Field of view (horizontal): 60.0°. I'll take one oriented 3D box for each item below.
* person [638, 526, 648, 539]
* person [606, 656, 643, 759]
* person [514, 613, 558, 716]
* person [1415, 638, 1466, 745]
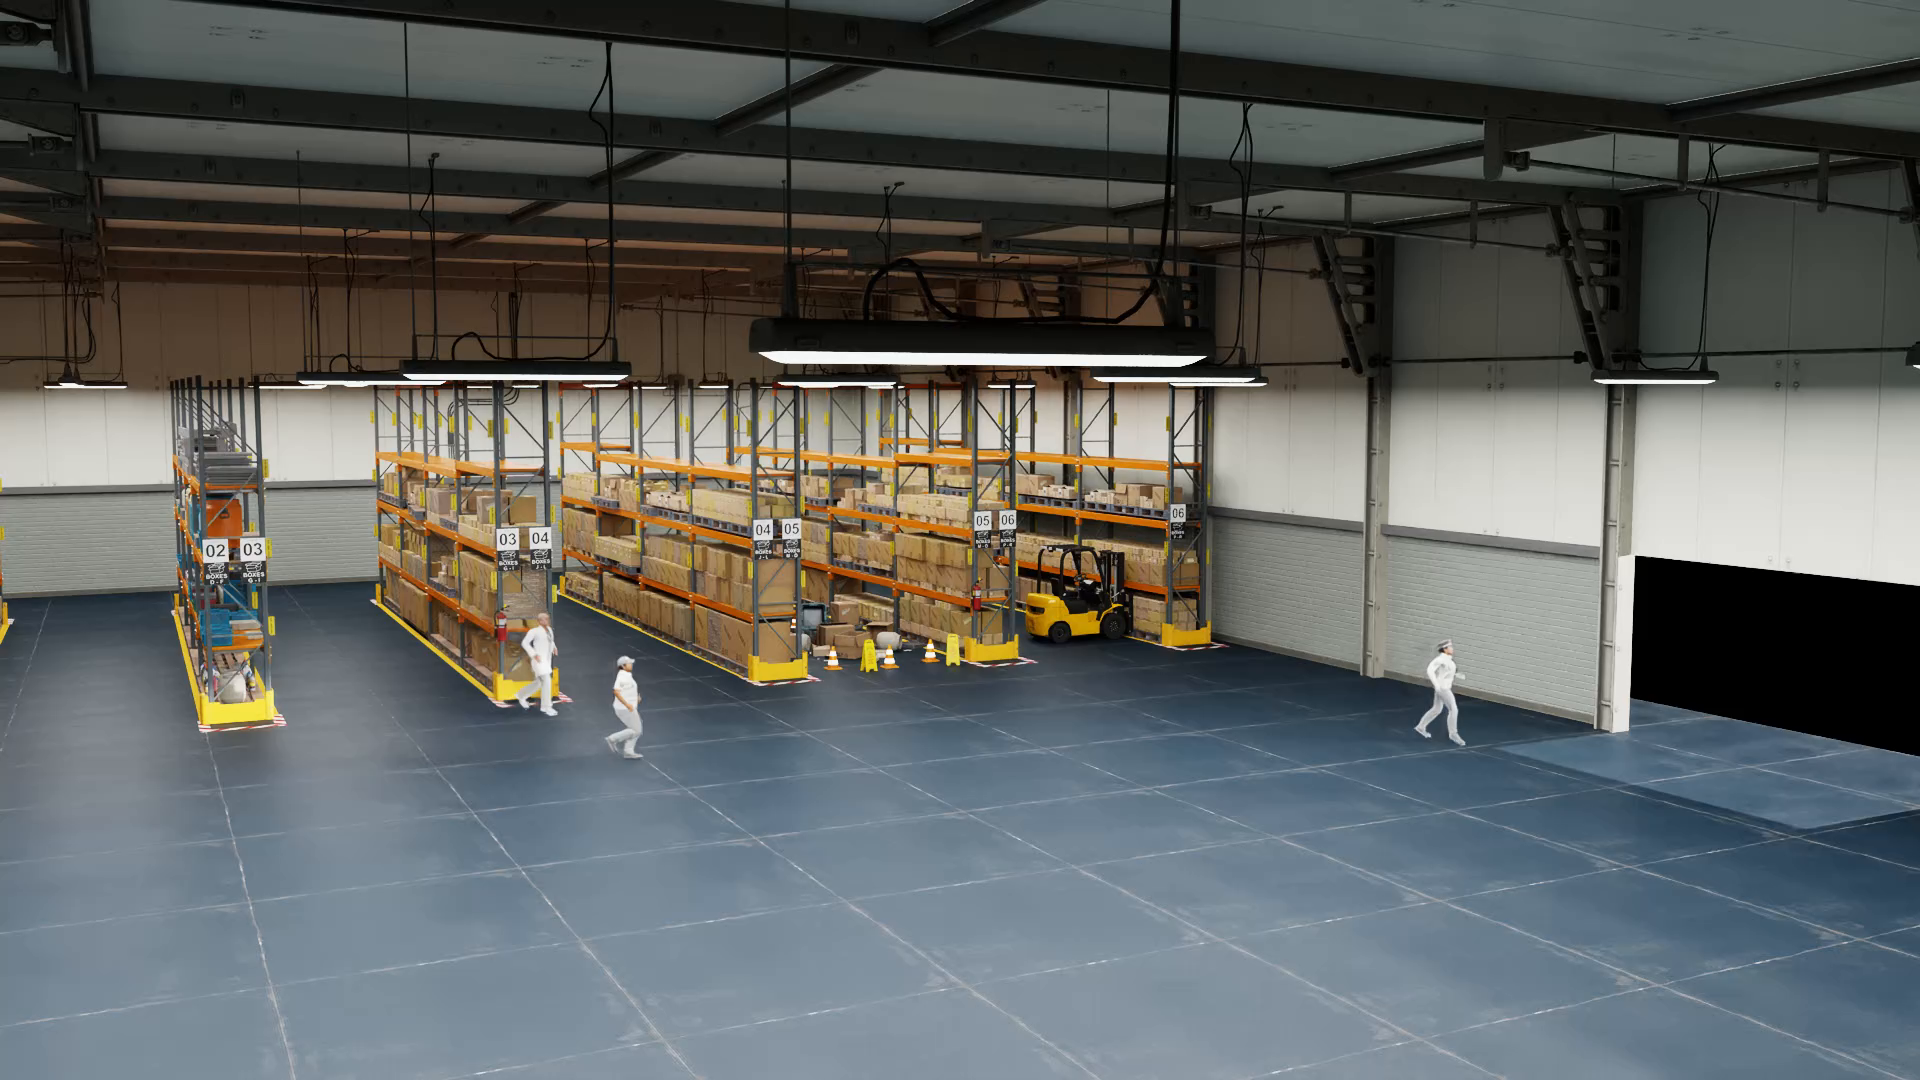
[{"bbox_3d":[-9.445,0.424,49.736,0.929,1.784,0.699,-1,5,-15],"label":"person"},{"bbox_3d":[-5.238,2.613,25.909,0.566,1.620,0.622,-1,5,-12],"label":"person"},{"bbox_3d":[-7.530,2.196,29.707,0.922,1.807,0.717,2,5,17],"label":"person"},{"bbox_3d":[7.885,2.458,27.235,0.812,1.729,0.605,2,5,18],"label":"person"}]
